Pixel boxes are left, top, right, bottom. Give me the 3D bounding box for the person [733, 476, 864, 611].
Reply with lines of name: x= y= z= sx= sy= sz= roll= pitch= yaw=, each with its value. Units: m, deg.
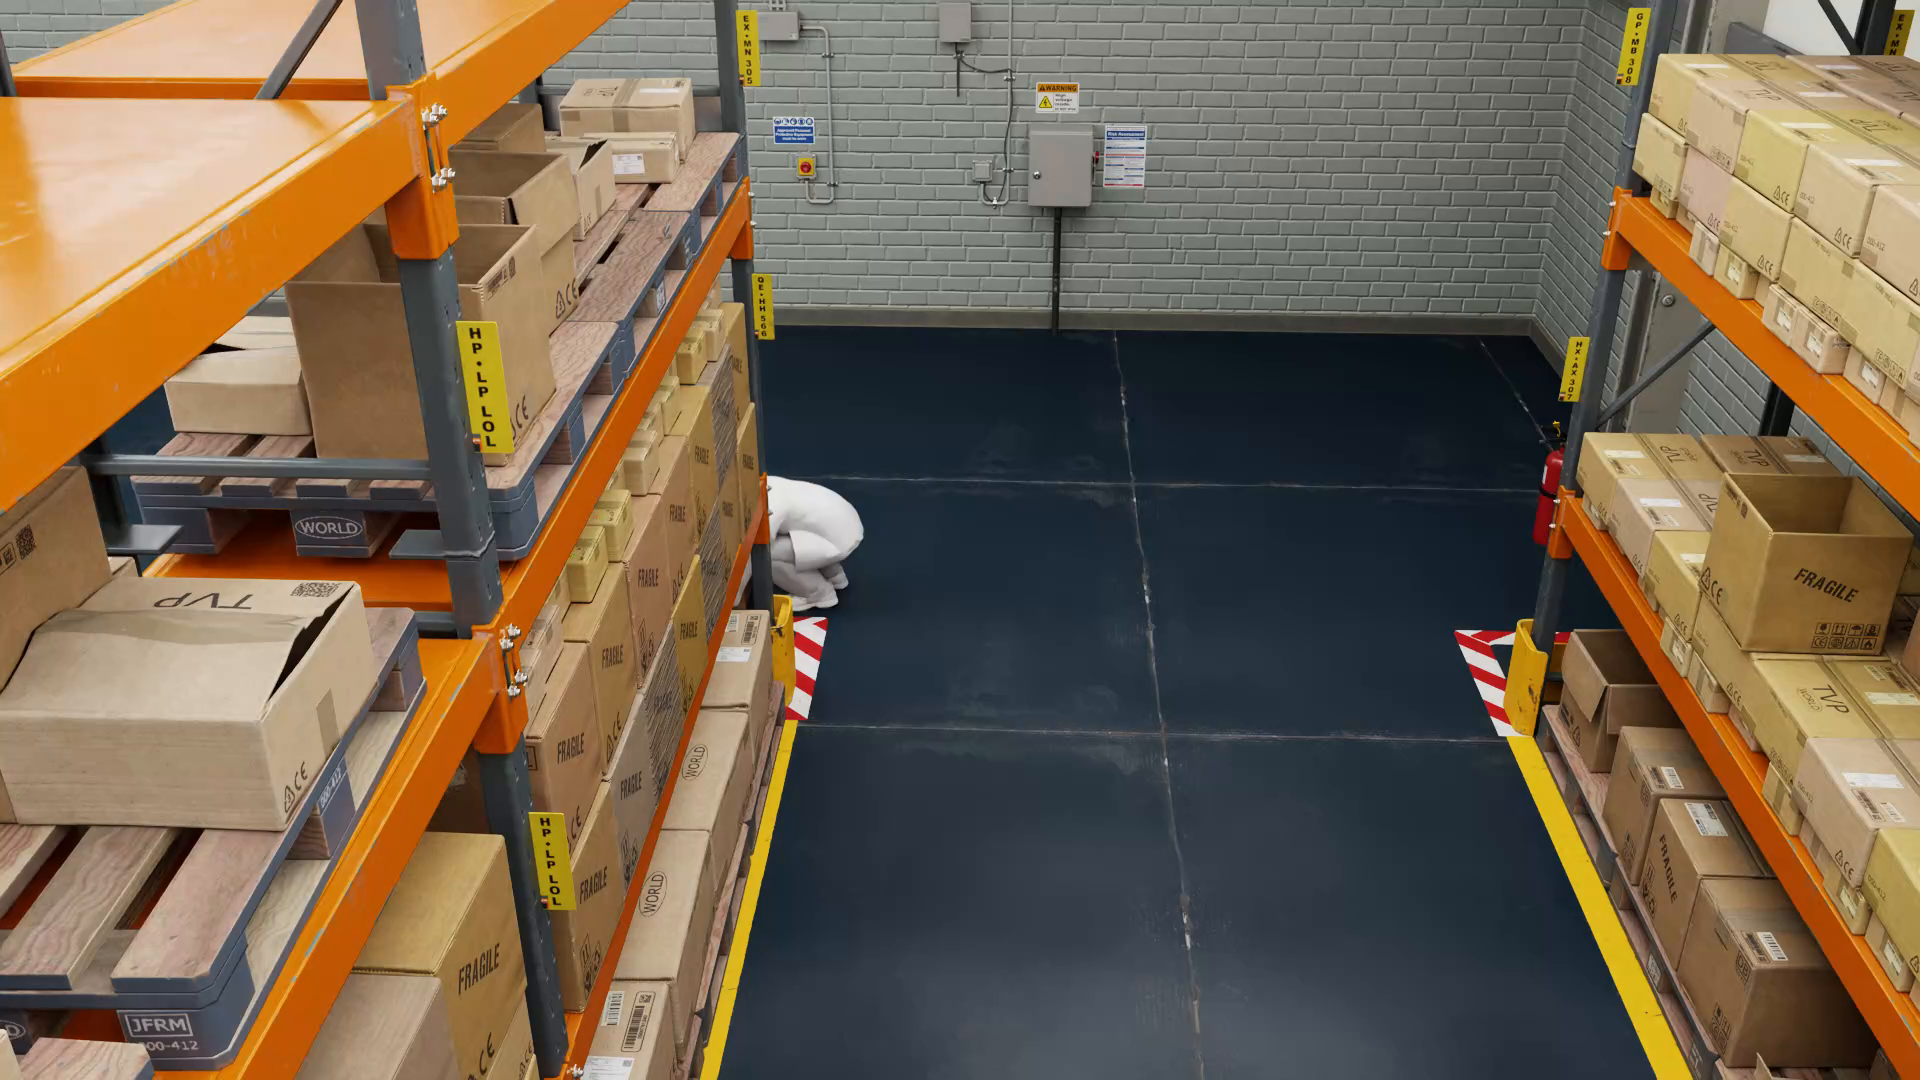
person: x=-1.032 y=0.044 z=9.746 sx=0.938 sy=0.850 sz=0.576 roll=-1 pitch=28 yaw=-2
